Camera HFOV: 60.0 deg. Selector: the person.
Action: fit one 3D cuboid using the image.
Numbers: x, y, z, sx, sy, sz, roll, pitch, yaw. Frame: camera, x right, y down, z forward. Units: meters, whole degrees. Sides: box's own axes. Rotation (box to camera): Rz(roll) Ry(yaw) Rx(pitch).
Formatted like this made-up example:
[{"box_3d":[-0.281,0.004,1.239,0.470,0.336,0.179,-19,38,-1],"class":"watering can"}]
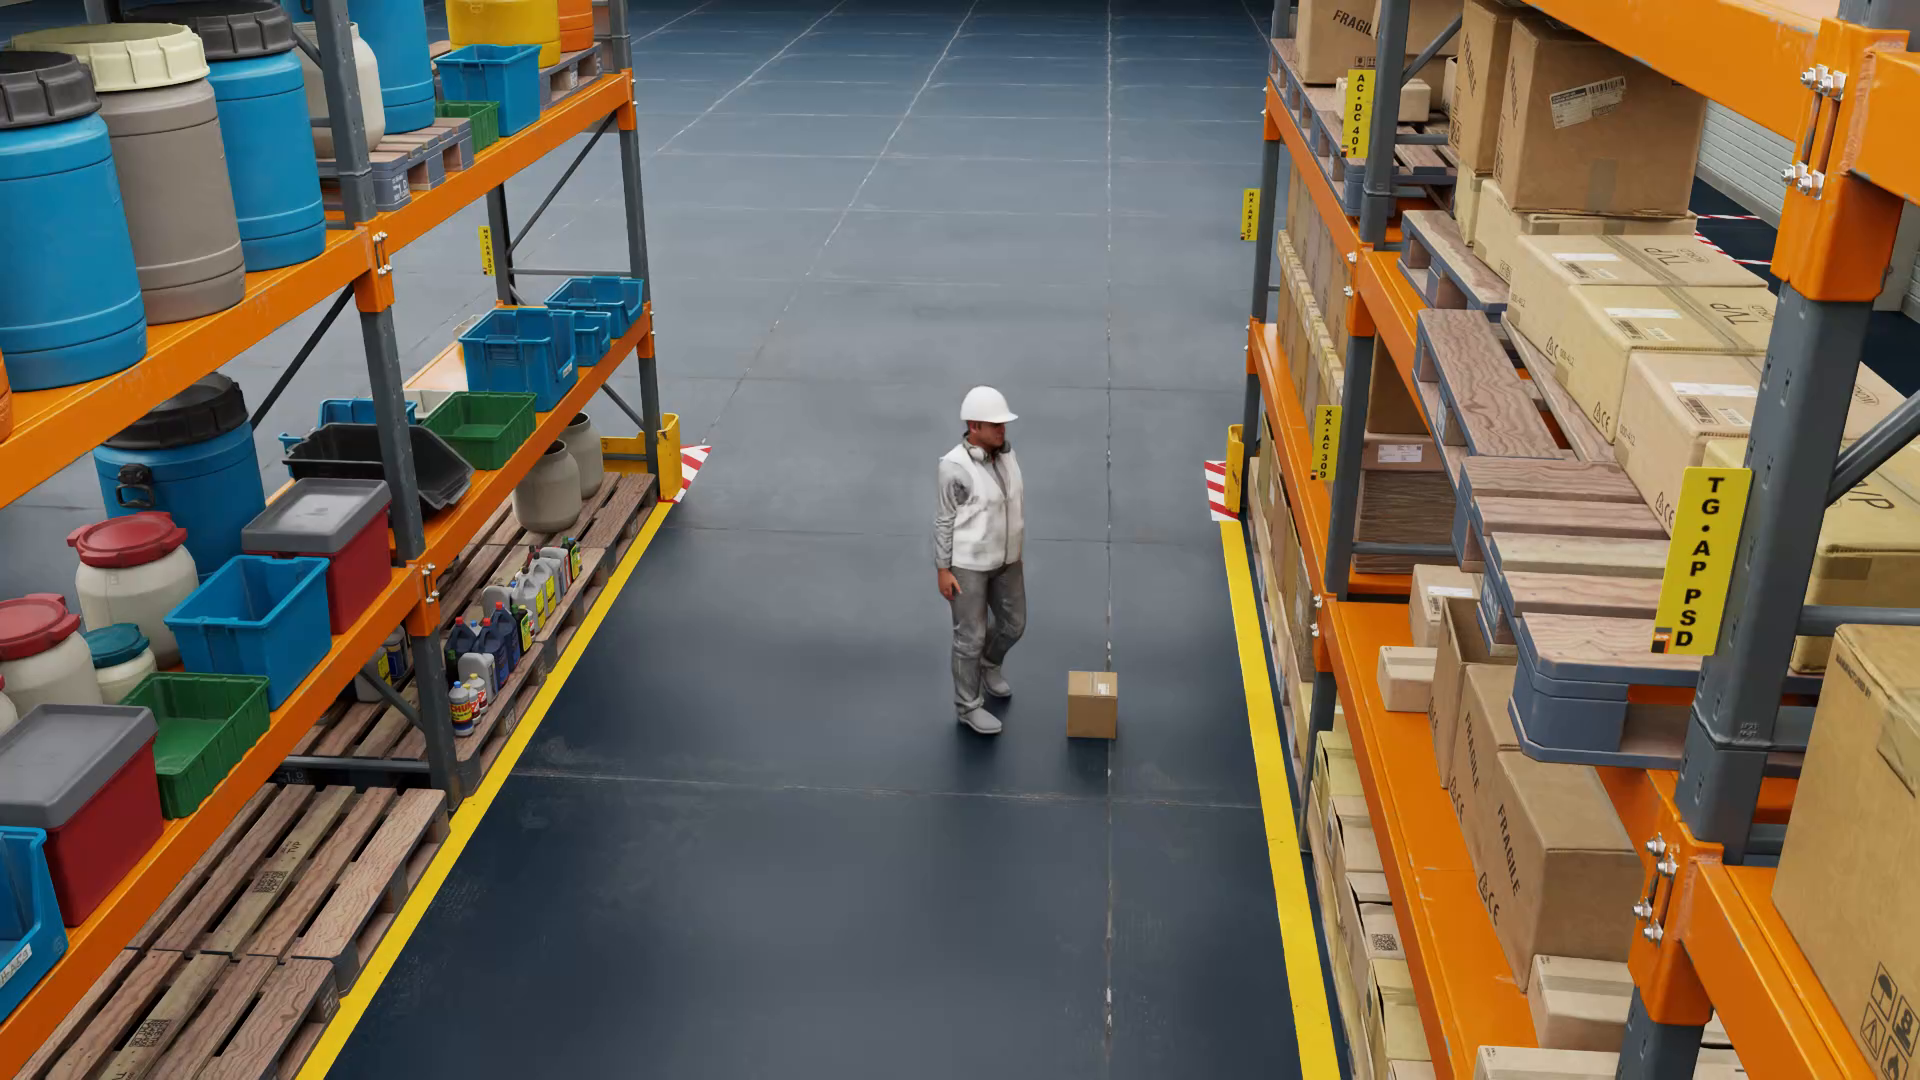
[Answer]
[{"box_3d":[0.105,0.091,8.352,0.573,1.778,0.530,-22,32,-39],"class":"person"}]
